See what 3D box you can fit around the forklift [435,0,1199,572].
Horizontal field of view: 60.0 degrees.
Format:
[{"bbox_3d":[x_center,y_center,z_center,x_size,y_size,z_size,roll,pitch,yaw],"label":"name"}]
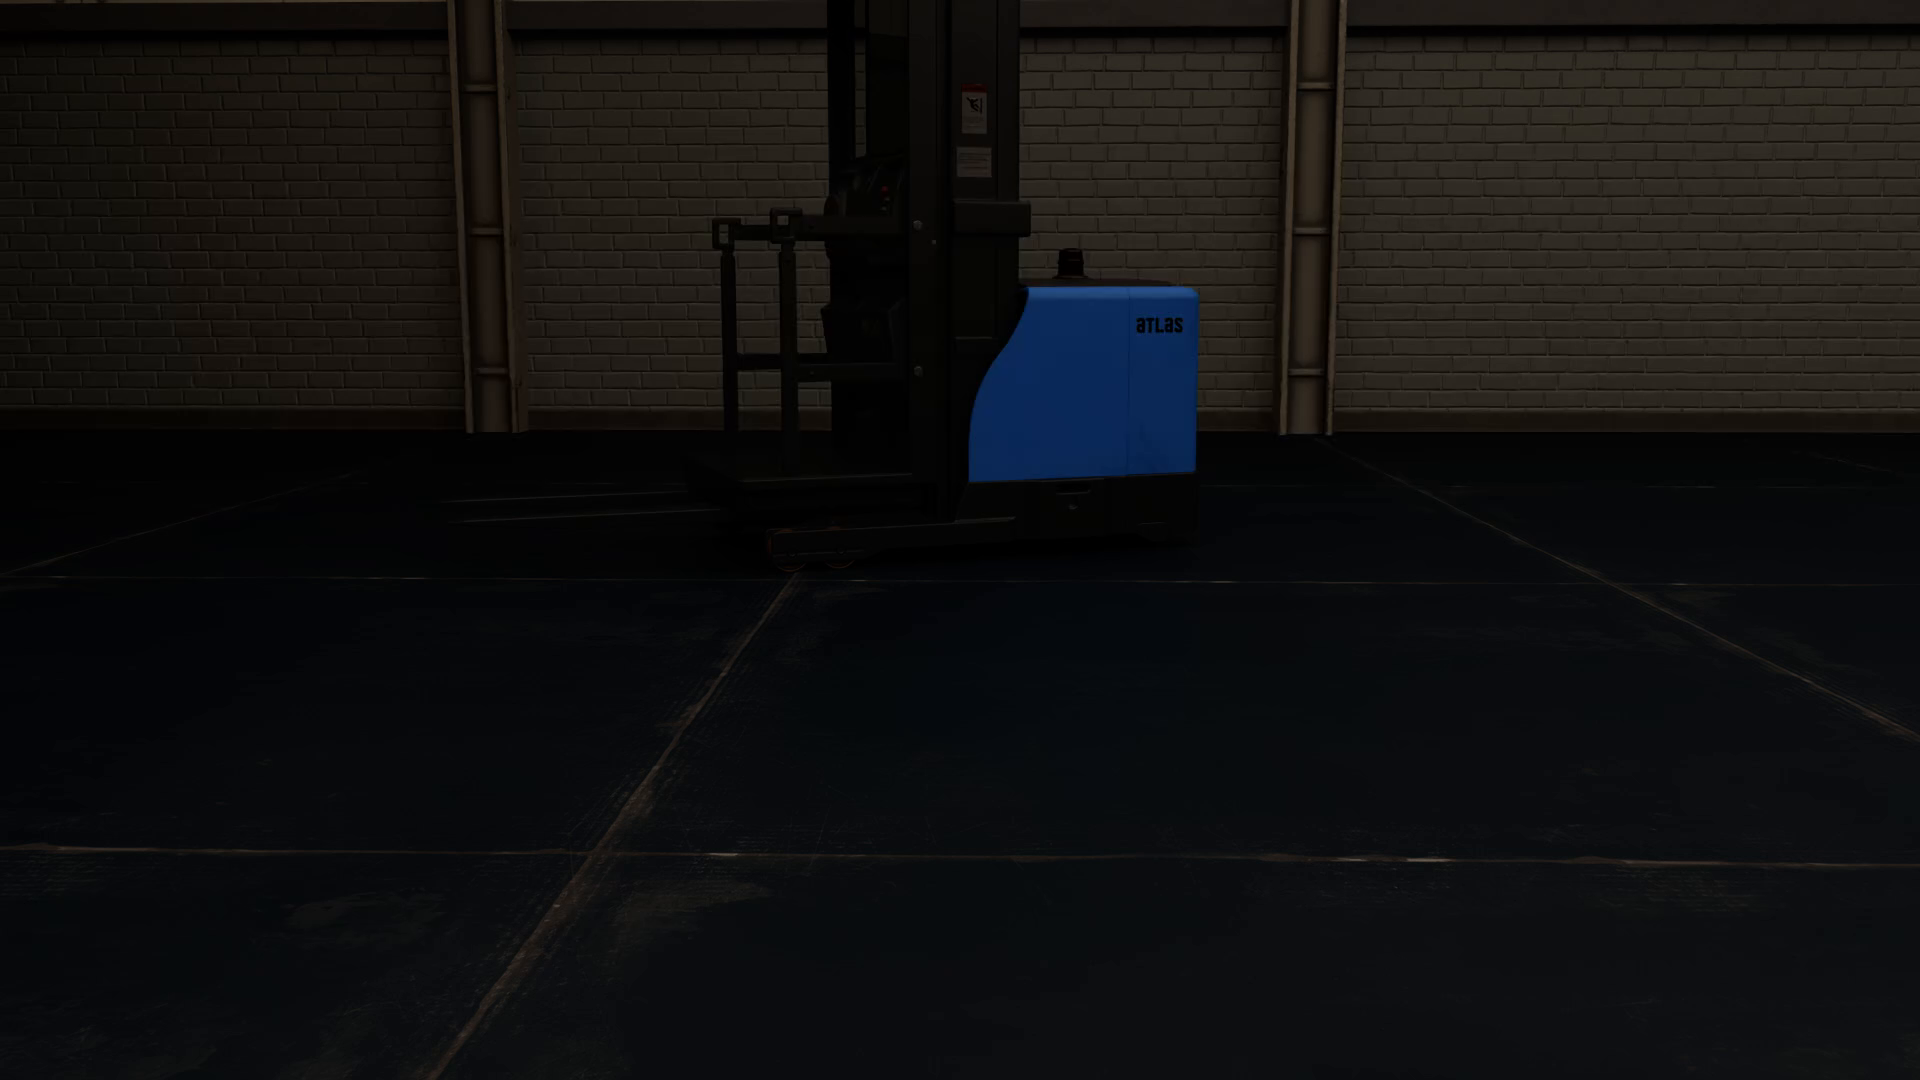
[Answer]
[{"bbox_3d":[-0.569,-1.416,6.694,3.031,2.935,1.130,-3,9,-20],"label":"forklift"}]
